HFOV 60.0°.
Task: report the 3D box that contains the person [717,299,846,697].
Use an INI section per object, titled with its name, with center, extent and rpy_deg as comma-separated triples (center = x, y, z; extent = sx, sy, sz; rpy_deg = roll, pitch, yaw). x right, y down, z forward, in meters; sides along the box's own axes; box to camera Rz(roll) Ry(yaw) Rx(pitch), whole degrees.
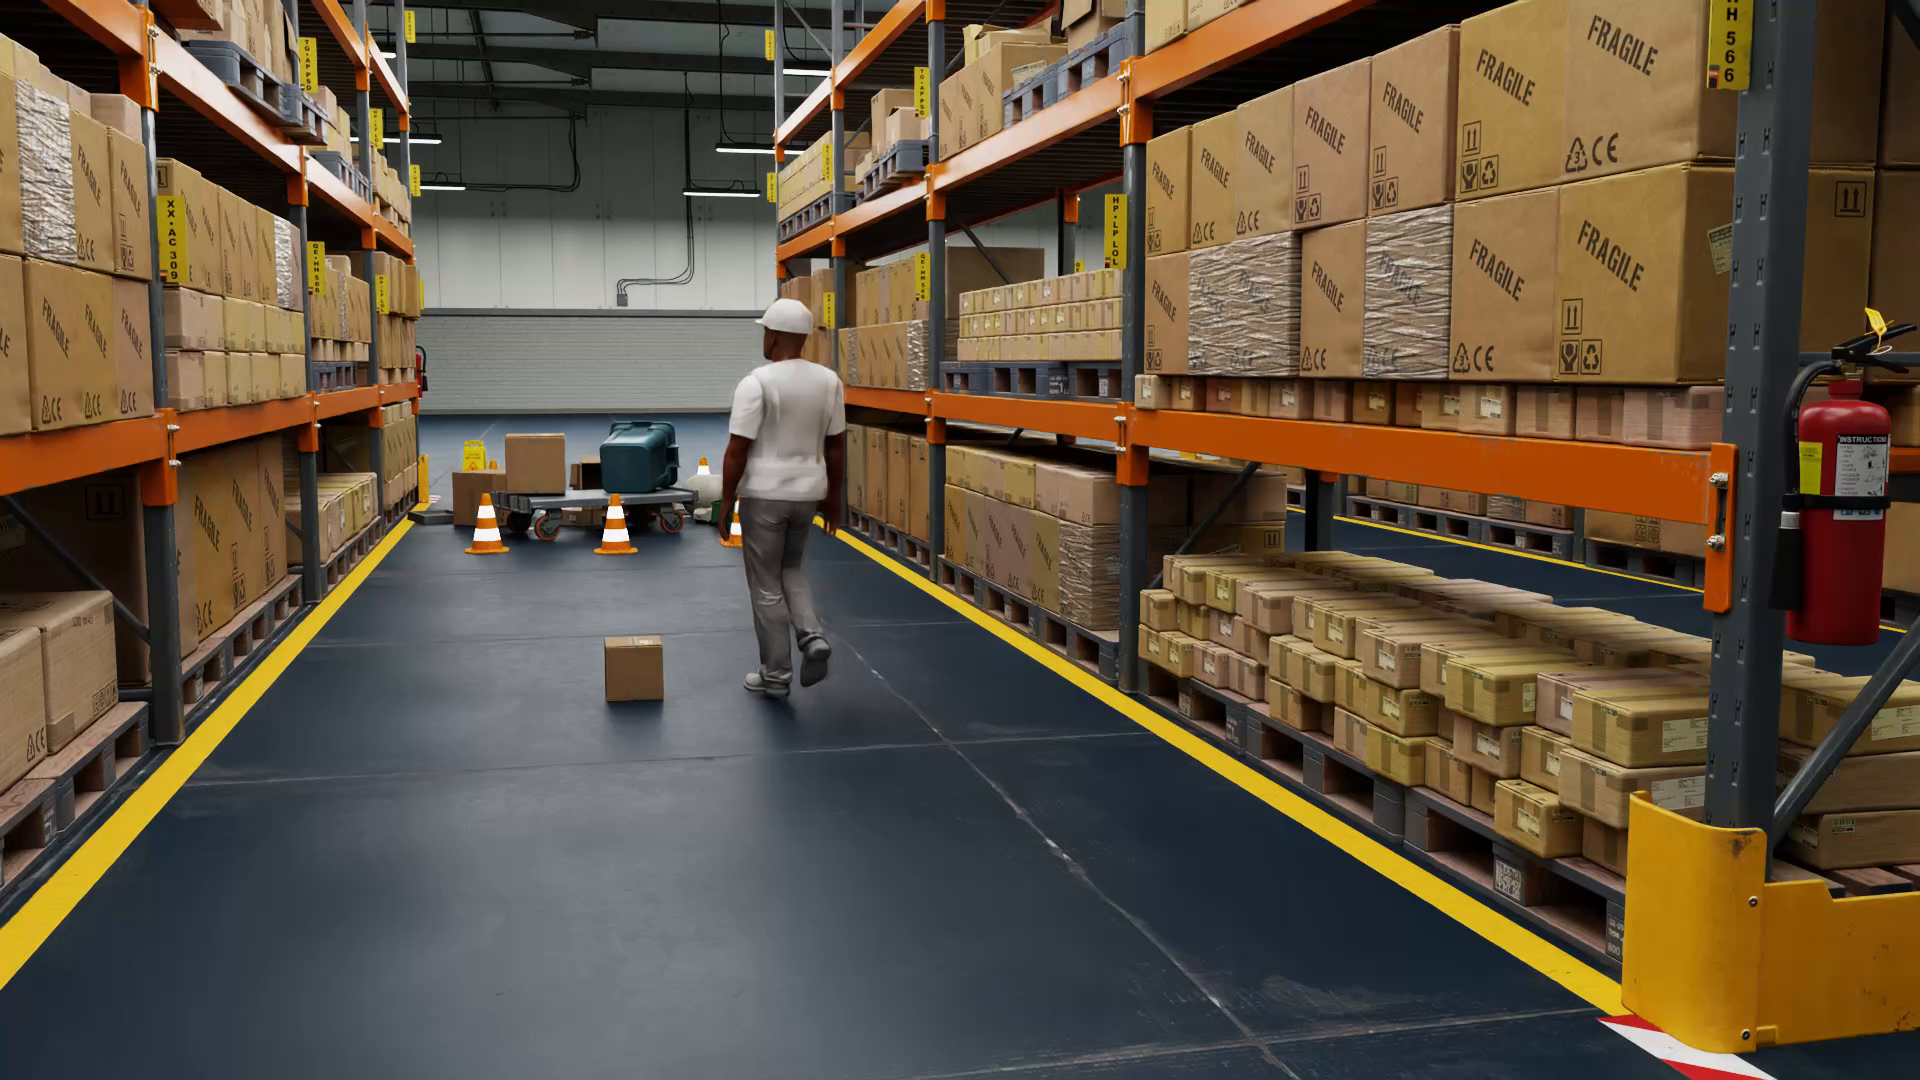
[person]
center = -0.823, -0.187, 7.432
extent = 0.607, 1.759, 0.468
rpy_deg = -5, 8, -41
